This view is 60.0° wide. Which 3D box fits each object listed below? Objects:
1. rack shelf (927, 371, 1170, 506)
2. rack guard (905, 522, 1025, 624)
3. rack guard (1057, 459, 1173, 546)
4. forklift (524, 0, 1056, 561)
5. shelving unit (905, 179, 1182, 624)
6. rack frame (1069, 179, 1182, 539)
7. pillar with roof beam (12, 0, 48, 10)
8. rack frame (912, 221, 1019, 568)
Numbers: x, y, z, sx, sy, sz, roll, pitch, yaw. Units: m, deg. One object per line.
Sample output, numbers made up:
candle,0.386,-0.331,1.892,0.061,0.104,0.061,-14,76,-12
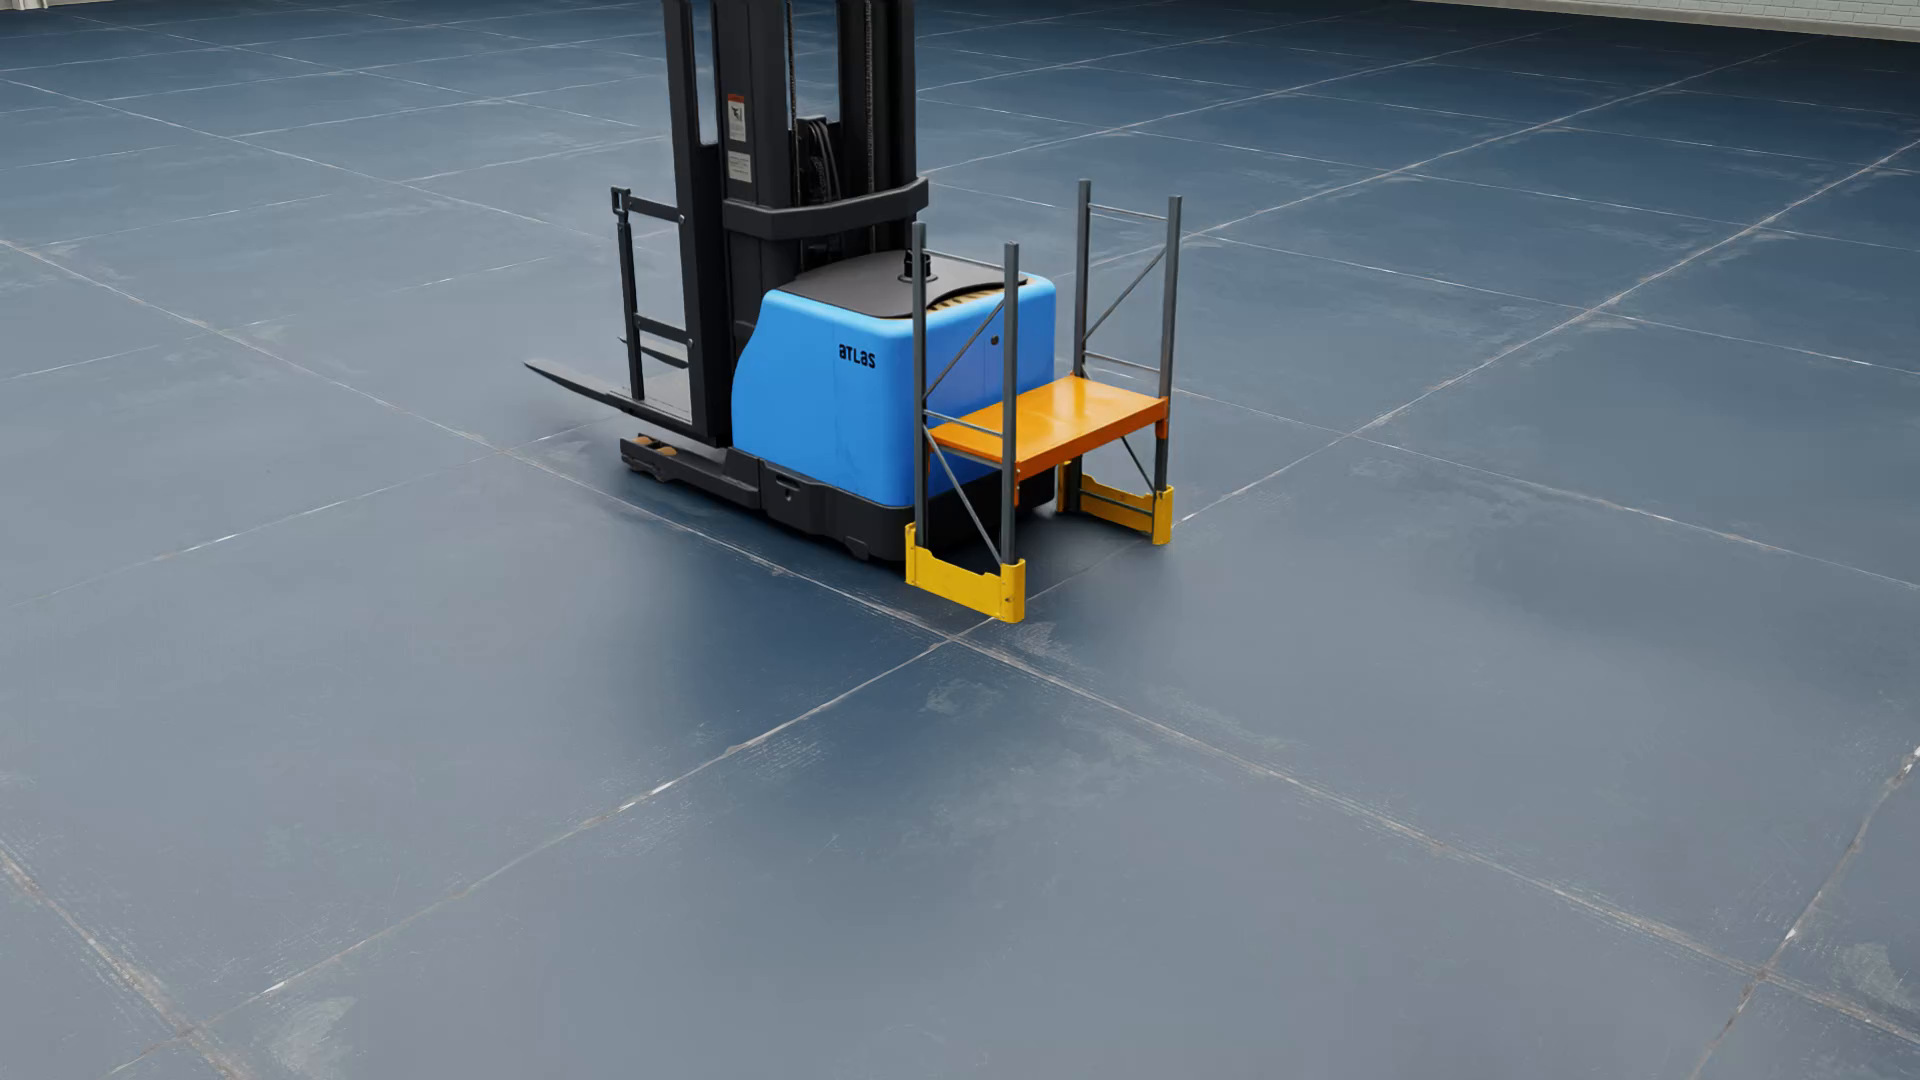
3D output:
rack shelf,0.353,-0.434,6.825,0.538,0.185,1.000,20,31,37
rack guard,0.016,0.127,6.661,0.587,0.250,0.087,20,31,37
rack guard,0.678,-0.178,7.340,0.587,0.250,0.087,20,31,37
forklift,-0.986,-1.747,7.565,3.031,2.935,1.130,21,32,39
shelving unit,0.347,-0.596,6.745,0.587,1.500,1.083,20,31,37
rack frame,0.691,-0.754,7.098,0.500,1.500,0.032,20,31,37
pillar with roof beam,-10.928,-11.017,20.822,9.100,9.000,0.400,20,31,38
rack frame,0.015,-0.443,6.405,0.500,1.500,0.032,20,31,37
